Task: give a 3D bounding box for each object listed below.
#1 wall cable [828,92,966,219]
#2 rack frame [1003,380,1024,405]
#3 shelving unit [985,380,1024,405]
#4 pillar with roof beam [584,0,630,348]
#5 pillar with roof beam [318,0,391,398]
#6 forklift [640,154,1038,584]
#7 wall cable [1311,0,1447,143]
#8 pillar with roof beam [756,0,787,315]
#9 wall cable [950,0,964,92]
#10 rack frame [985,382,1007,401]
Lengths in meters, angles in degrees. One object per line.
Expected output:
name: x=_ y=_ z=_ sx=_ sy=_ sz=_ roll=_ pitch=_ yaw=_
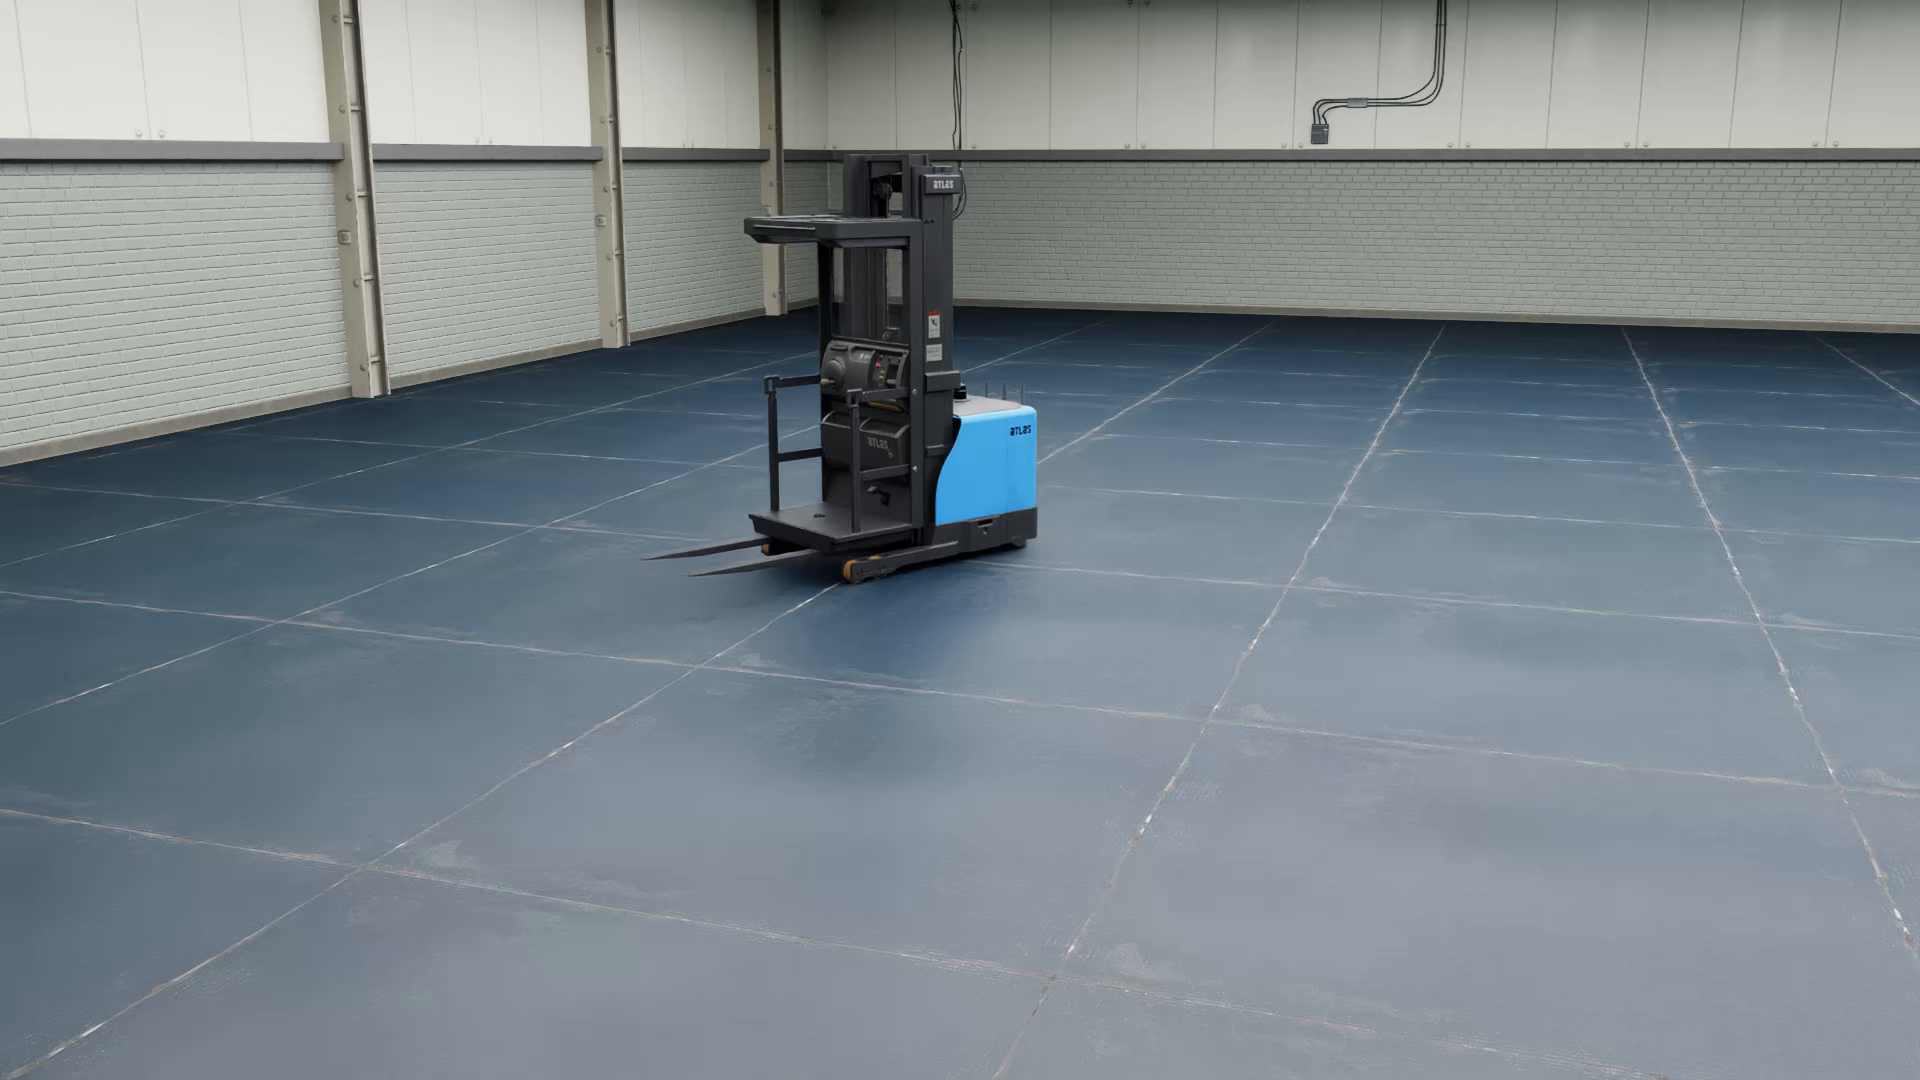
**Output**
wall cable: x=-1.345 y=-7.748 z=33.690 sx=3.097 sy=2.526 sz=0.112 roll=4 pitch=14 yaw=18
rack frame: x=0.418 y=-0.665 z=13.204 sx=0.006 sy=1.200 sz=0.240 roll=-11 pitch=17 yaw=-40
shelving unit: x=0.349 y=-0.651 z=13.145 sx=0.189 sy=1.200 sz=0.258 roll=-11 pitch=17 yaw=-40
pillar with roof beam: x=-1.418 y=-7.164 z=24.151 sx=9.100 sy=9.000 sz=0.400 roll=4 pitch=14 yaw=18
pillar with roof beam: x=-3.359 y=-5.900 z=18.616 sx=9.100 sy=9.000 sz=0.400 roll=4 pitch=14 yaw=18
forklift: x=-0.849 y=-1.254 z=11.897 sx=3.031 sy=2.935 sz=1.130 roll=-11 pitch=17 yaw=-40
wall cable: x=7.632 y=-10.233 z=29.957 sx=2.305 sy=6.003 sz=0.169 roll=4 pitch=14 yaw=18
pillar with roof beam: x=0.524 y=-8.427 z=29.686 sx=9.100 sy=9.000 sz=0.400 roll=4 pitch=14 yaw=18
wall cable: x=1.215 y=-10.016 z=32.275 sx=3.097 sy=2.526 sz=0.112 roll=4 pitch=14 yaw=18
rack frame: x=0.280 y=-0.638 z=13.087 sx=0.006 sy=1.200 sz=0.240 roll=-11 pitch=17 yaw=-40
